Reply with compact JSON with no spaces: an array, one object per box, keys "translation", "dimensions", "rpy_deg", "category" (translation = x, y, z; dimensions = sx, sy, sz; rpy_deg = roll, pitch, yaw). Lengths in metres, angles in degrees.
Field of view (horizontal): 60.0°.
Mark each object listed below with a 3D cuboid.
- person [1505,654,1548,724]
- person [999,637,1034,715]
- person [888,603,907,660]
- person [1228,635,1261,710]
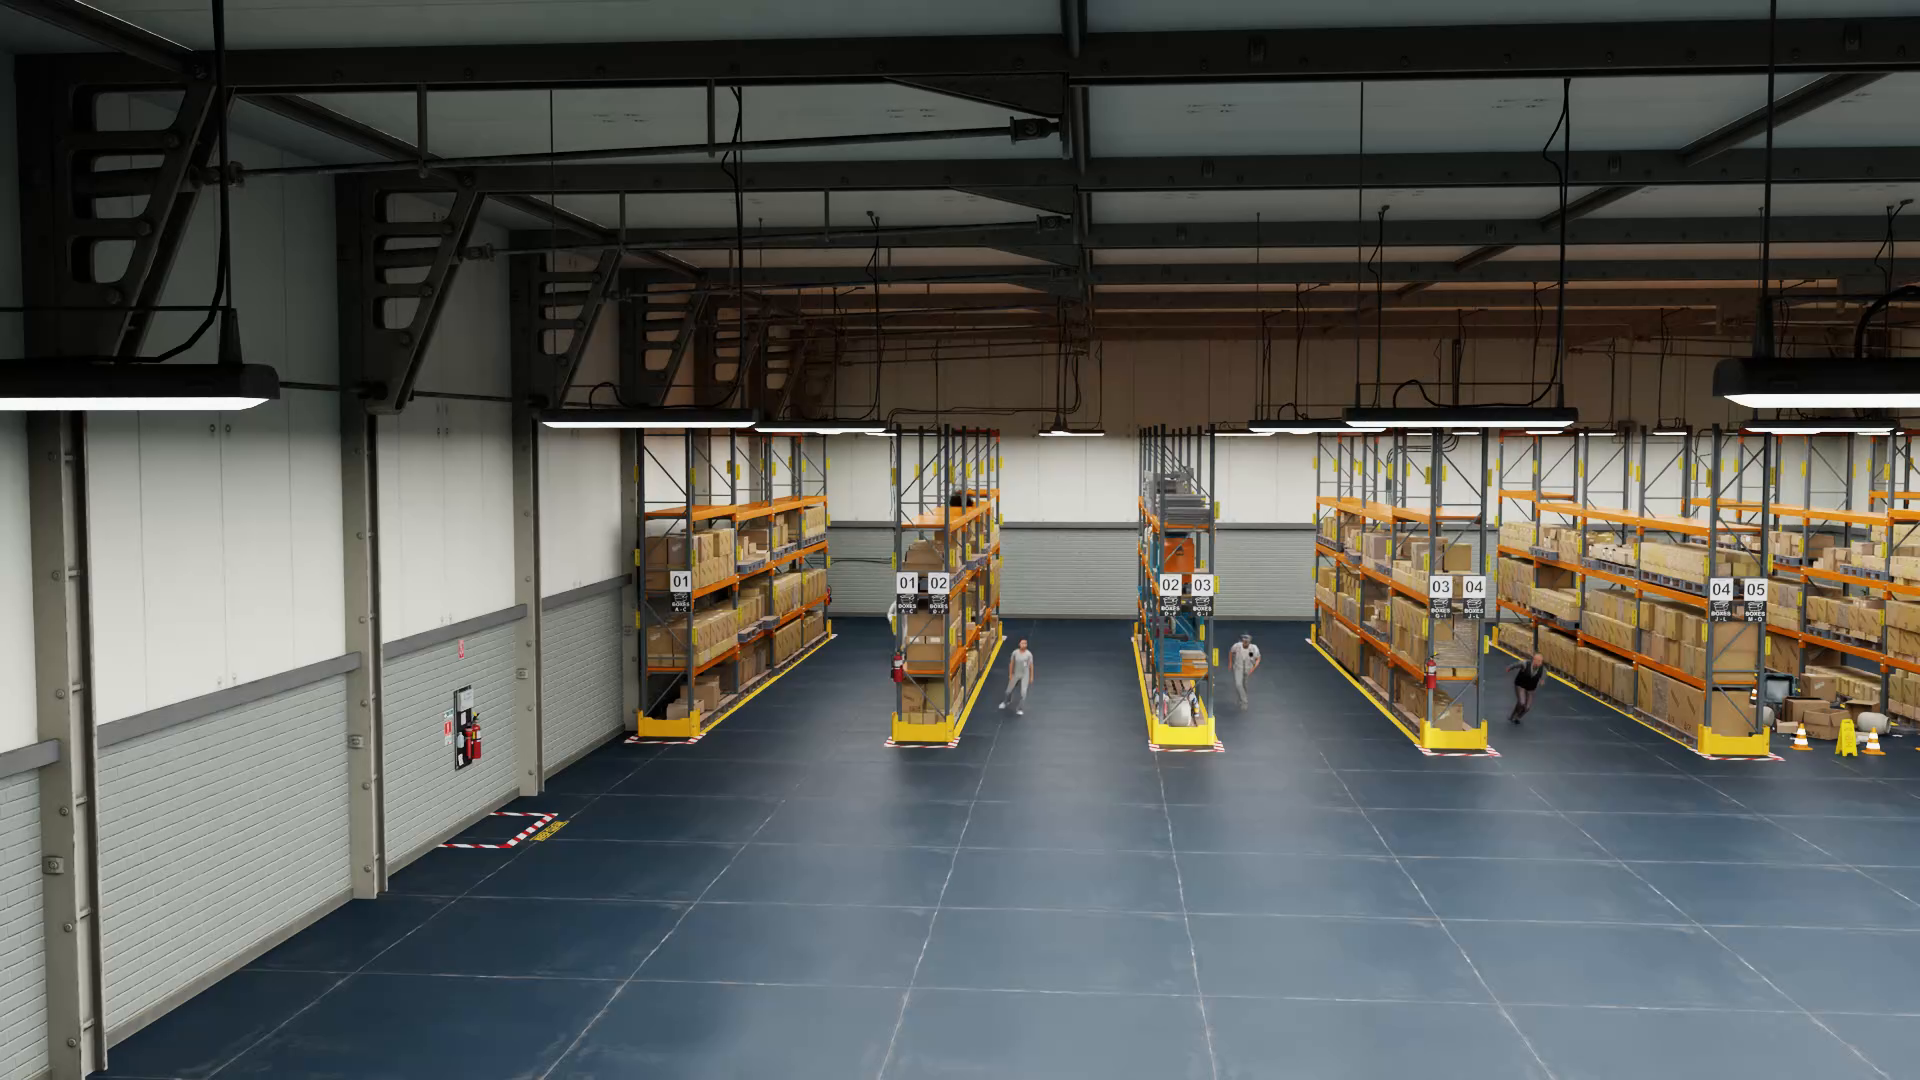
[{"translation":[11.286,2.961,33.002],"dimensions":[0.629,1.480,1.007],"rpy_deg":[0,3,-5],"category":"person"},{"translation":[1.169,2.805,34.536],"dimensions":[0.733,1.607,0.574],"rpy_deg":[0,3,5],"category":"person"},{"translation":[-1.508,2.242,43.294],"dimensions":[0.729,1.734,0.721],"rpy_deg":[0,4,-7],"category":"person"},{"translation":[6.042,2.760,35.414],"dimensions":[0.679,1.596,1.077],"rpy_deg":[0,3,6],"category":"person"}]
